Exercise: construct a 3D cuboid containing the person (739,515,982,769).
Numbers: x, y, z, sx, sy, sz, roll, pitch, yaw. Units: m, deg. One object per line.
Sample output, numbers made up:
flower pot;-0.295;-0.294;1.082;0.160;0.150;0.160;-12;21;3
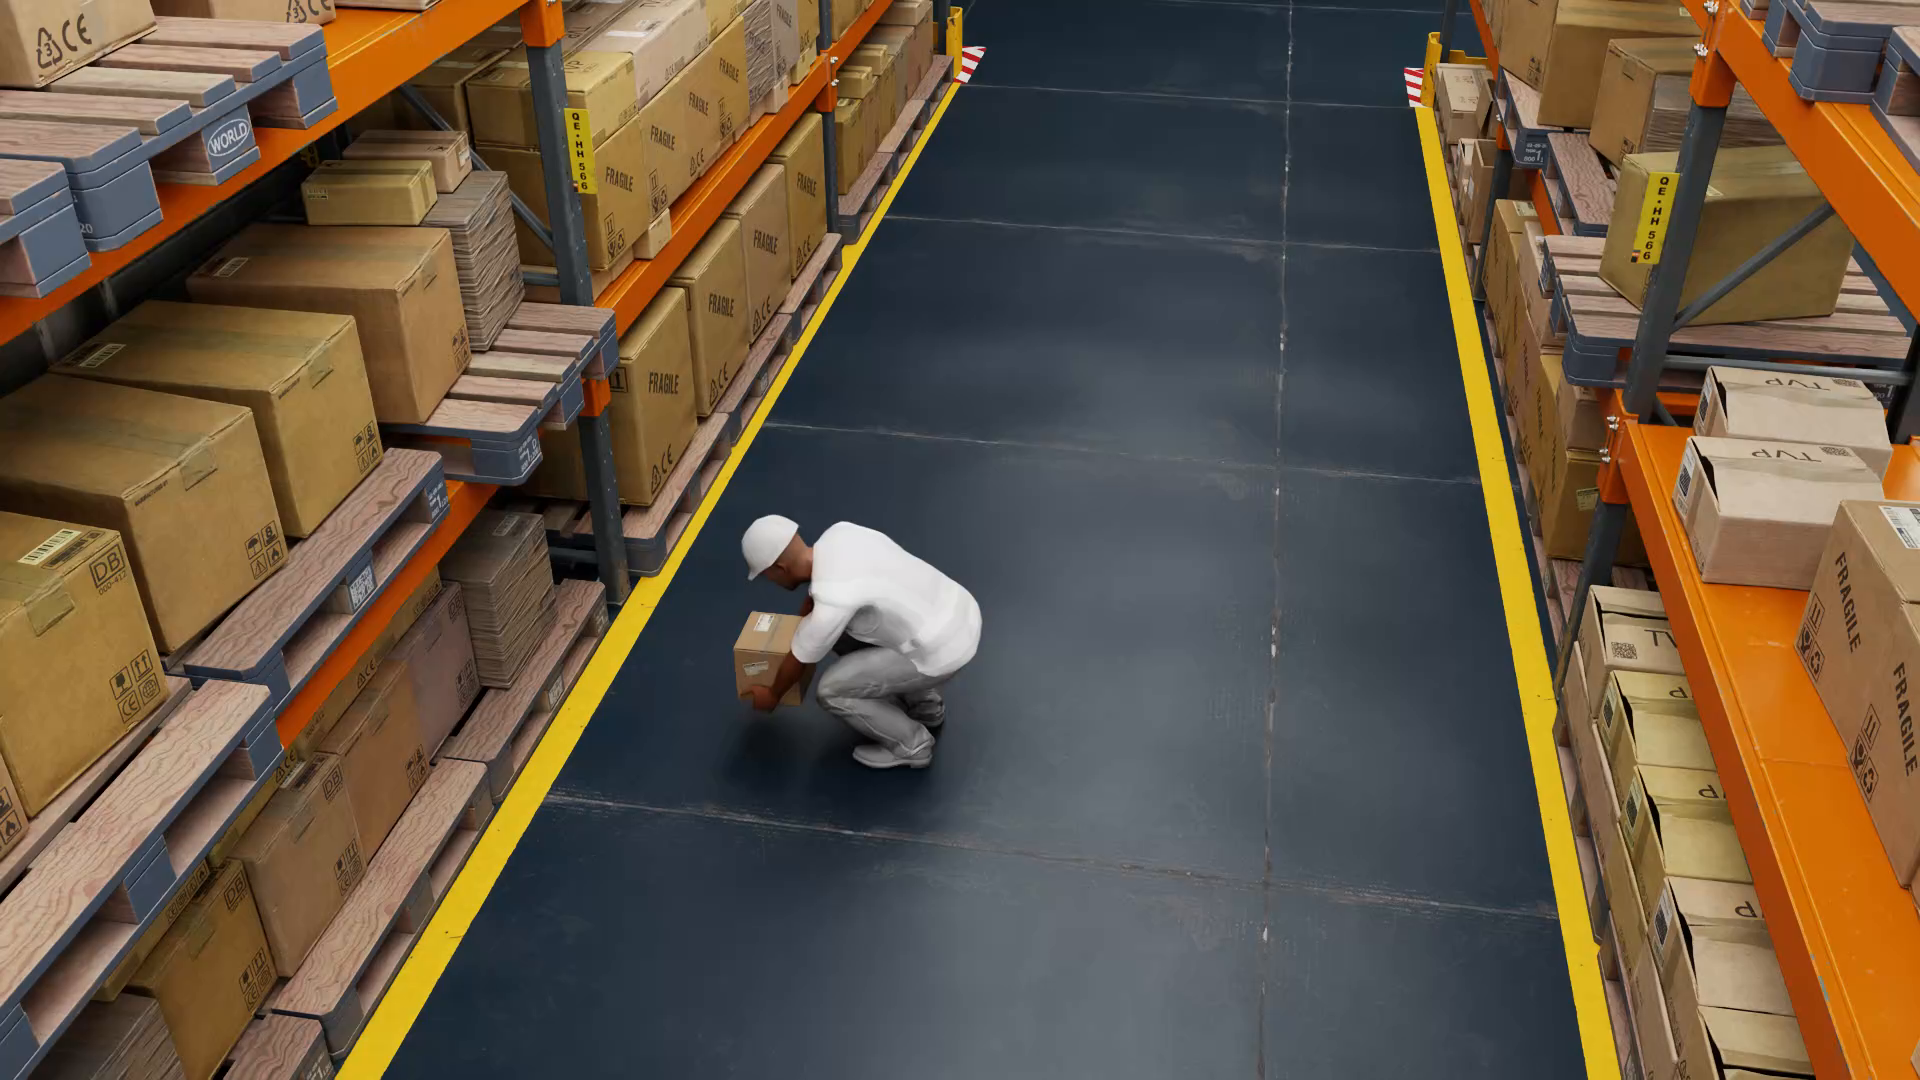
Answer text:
person;-0.382;0.359;6.265;0.913;1.008;0.540;4;32;7
